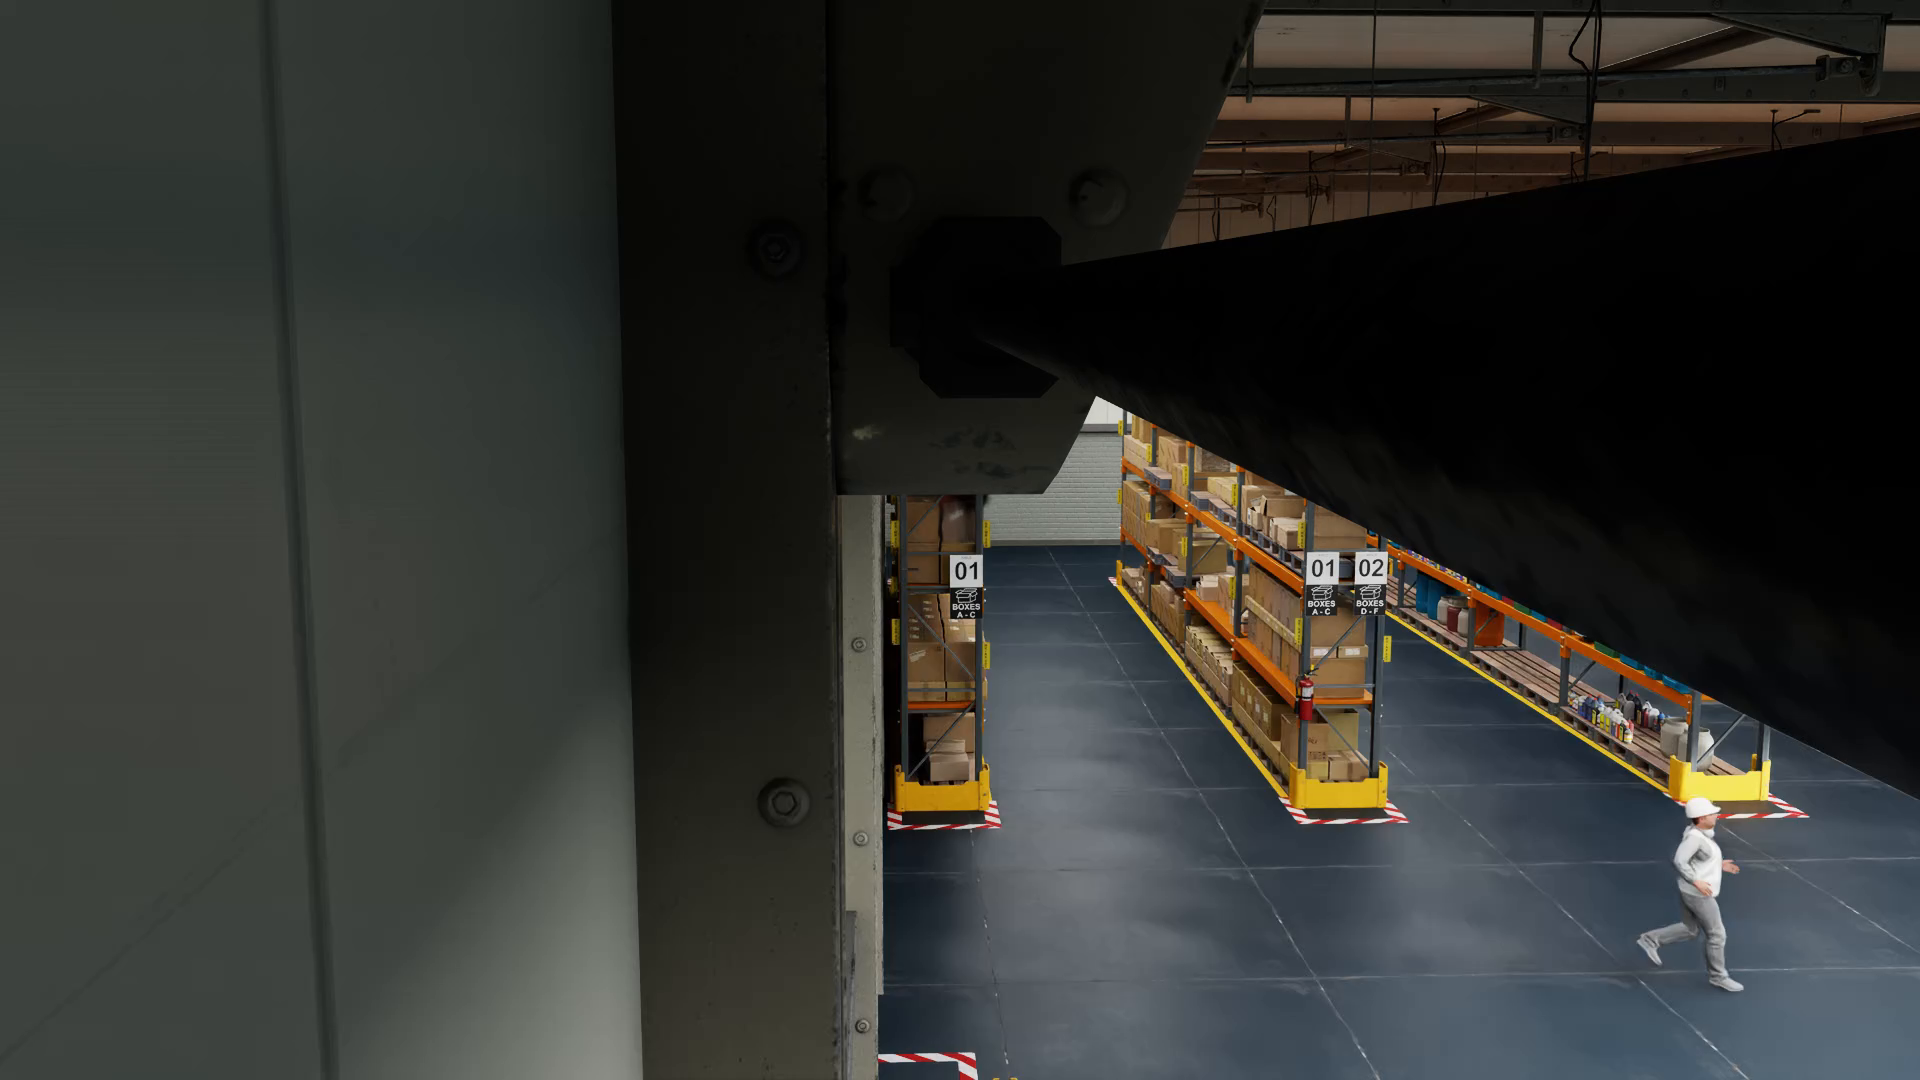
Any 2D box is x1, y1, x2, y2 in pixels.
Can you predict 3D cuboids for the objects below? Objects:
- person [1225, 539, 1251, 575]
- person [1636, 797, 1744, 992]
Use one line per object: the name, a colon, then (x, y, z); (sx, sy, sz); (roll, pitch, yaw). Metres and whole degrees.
person: (5.977, 0.227, 35.579); (0.693, 1.764, 0.694); (-2, 9, -12)
person: (6.750, 3.227, 15.279); (0.928, 1.777, 0.663); (3, 9, 19)
